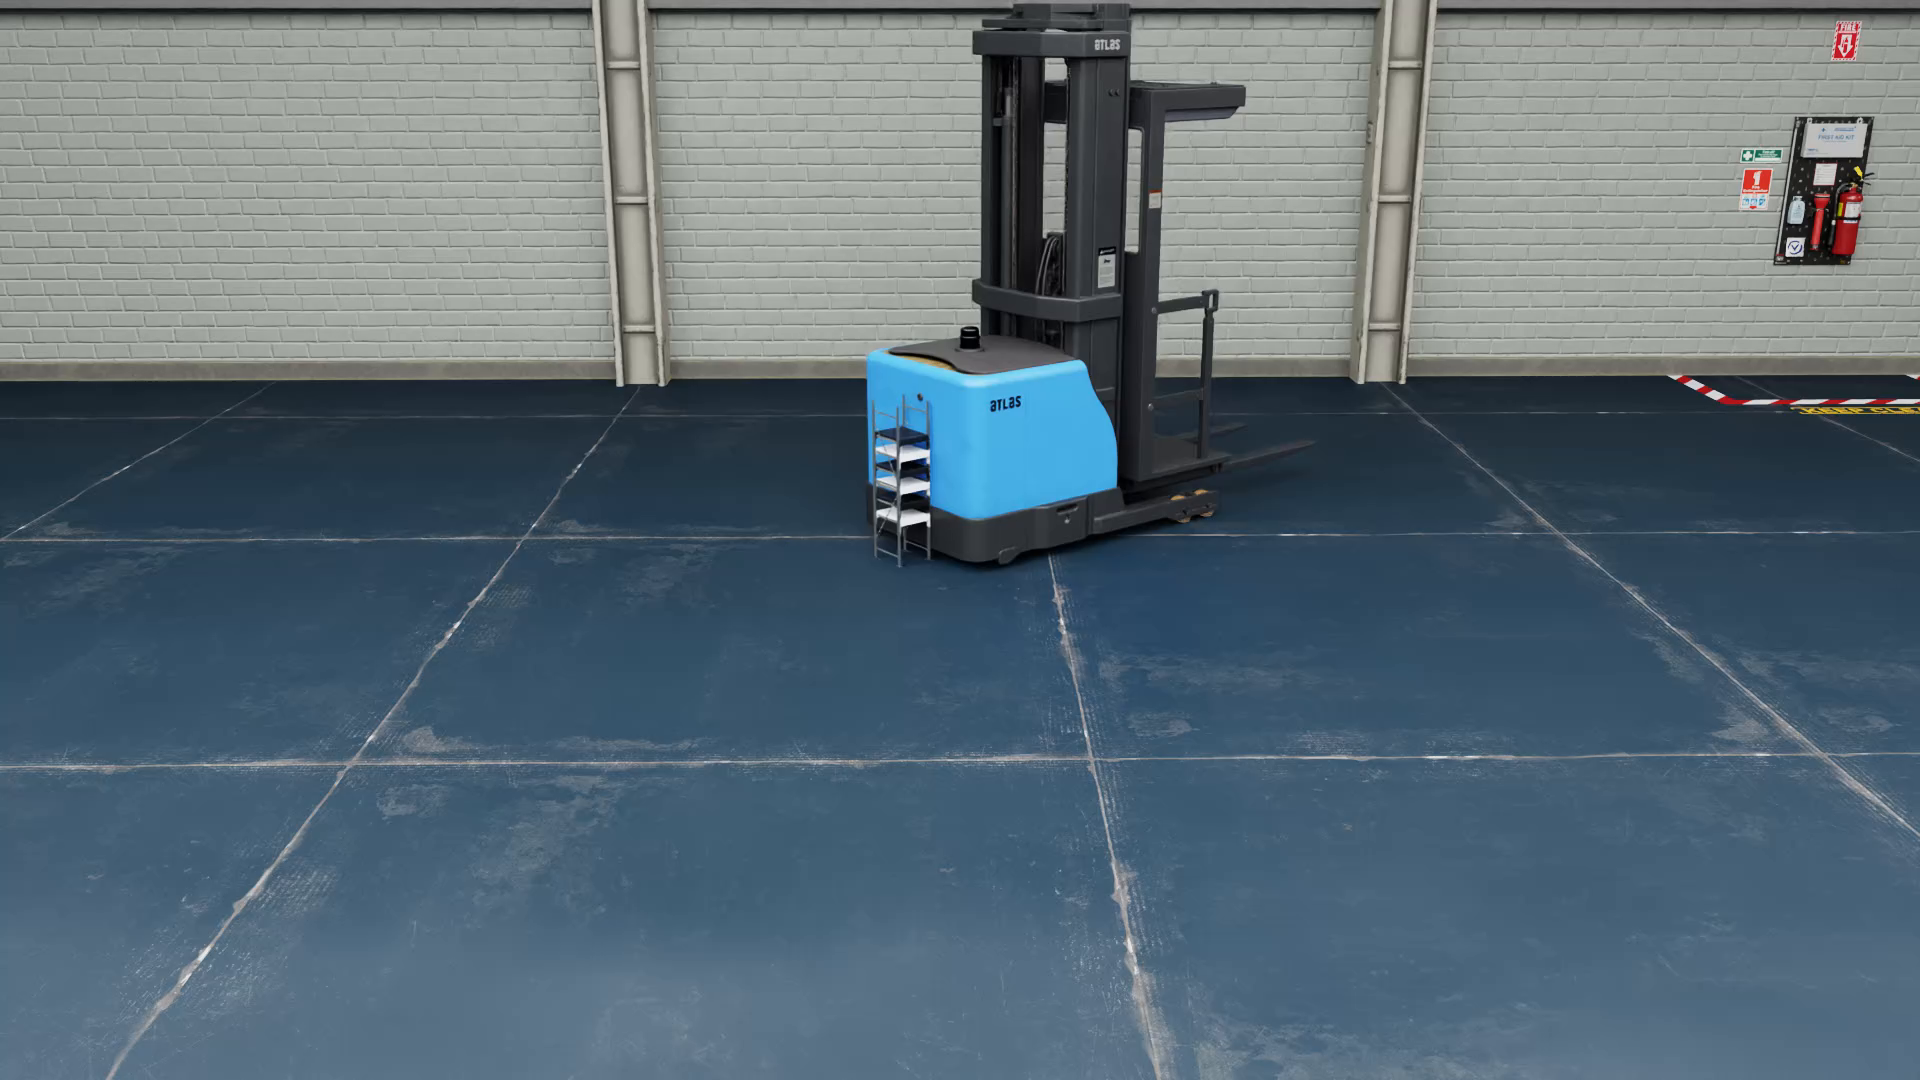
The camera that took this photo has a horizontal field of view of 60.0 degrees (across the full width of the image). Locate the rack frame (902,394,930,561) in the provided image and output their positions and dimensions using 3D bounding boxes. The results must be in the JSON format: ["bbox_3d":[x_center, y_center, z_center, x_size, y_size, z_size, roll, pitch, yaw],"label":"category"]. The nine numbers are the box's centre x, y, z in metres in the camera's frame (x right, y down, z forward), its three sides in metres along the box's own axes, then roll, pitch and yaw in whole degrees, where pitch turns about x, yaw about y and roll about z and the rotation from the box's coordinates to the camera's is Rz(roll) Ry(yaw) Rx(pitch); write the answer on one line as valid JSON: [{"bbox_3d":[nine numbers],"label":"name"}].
[{"bbox_3d":[-0.240,-0.340,9.134,0.006,0.900,0.240,-14,22,-36],"label":"rack frame"}]

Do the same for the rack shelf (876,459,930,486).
[{"bbox_3d":[-0.320,-0.375,9.056,0.200,0.077,0.258,-14,22,-36],"label":"rack shelf"}]

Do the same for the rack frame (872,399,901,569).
[{"bbox_3d":[-0.399,-0.301,9.013,0.006,0.900,0.240,-14,22,-36],"label":"rack frame"}]

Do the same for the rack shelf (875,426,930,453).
[{"bbox_3d":[-0.320,-0.546,9.001,0.200,0.077,0.258,-14,22,-36],"label":"rack shelf"}]

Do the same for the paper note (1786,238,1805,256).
[{"bbox_3d":[6.772,-2.374,13.480,0.142,0.148,0.016,0,18,-1],"label":"paper note"}]

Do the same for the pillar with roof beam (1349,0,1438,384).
[{"bbox_3d":[3.490,-4.286,8.178,0.400,9.000,9.100,0,18,-1],"label":"pillar with roof beam"}]

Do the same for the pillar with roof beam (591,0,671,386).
[{"bbox_3d":[-2.509,-4.258,8.088,0.400,9.000,9.100,0,18,-1],"label":"pillar with roof beam"}]

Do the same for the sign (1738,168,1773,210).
[{"bbox_3d":[6.396,-2.819,13.367,0.234,0.329,0.001,0,18,-1],"label":"sign"}]

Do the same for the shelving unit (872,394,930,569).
[{"bbox_3d":[-0.320,-0.321,9.074,0.210,0.900,0.258,-14,22,-36],"label":"shelving unit"}]

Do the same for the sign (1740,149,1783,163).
[{"bbox_3d":[6.400,-3.069,13.277,0.331,0.109,0.001,0,18,-1],"label":"sign"}]

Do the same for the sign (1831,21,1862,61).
[{"bbox_3d":[6.941,-3.908,13.023,0.199,0.298,0.001,0,18,-1],"label":"sign"}]

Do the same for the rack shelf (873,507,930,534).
[{"bbox_3d":[-0.320,-0.117,9.139,0.200,0.077,0.258,-14,22,-36],"label":"rack shelf"}]

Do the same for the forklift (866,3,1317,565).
[{"bbox_3d":[0.927,-1.607,9.758,3.031,2.935,1.130,-14,22,-36],"label":"forklift"}]

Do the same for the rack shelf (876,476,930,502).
[{"bbox_3d":[-0.320,-0.289,9.084,0.200,0.077,0.258,-14,22,-36],"label":"rack shelf"}]

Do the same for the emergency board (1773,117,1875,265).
[{"bbox_3d":[6.950,-2.773,13.282,0.643,1.169,0.194,0,18,-1],"label":"emergency board"}]

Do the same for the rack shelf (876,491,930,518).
[{"bbox_3d":[-0.320,-0.203,9.111,0.200,0.077,0.258,-14,22,-36],"label":"rack shelf"}]

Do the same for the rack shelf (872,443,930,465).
[{"bbox_3d":[-0.320,-0.460,9.029,0.200,0.077,0.258,-14,22,-36],"label":"rack shelf"}]
